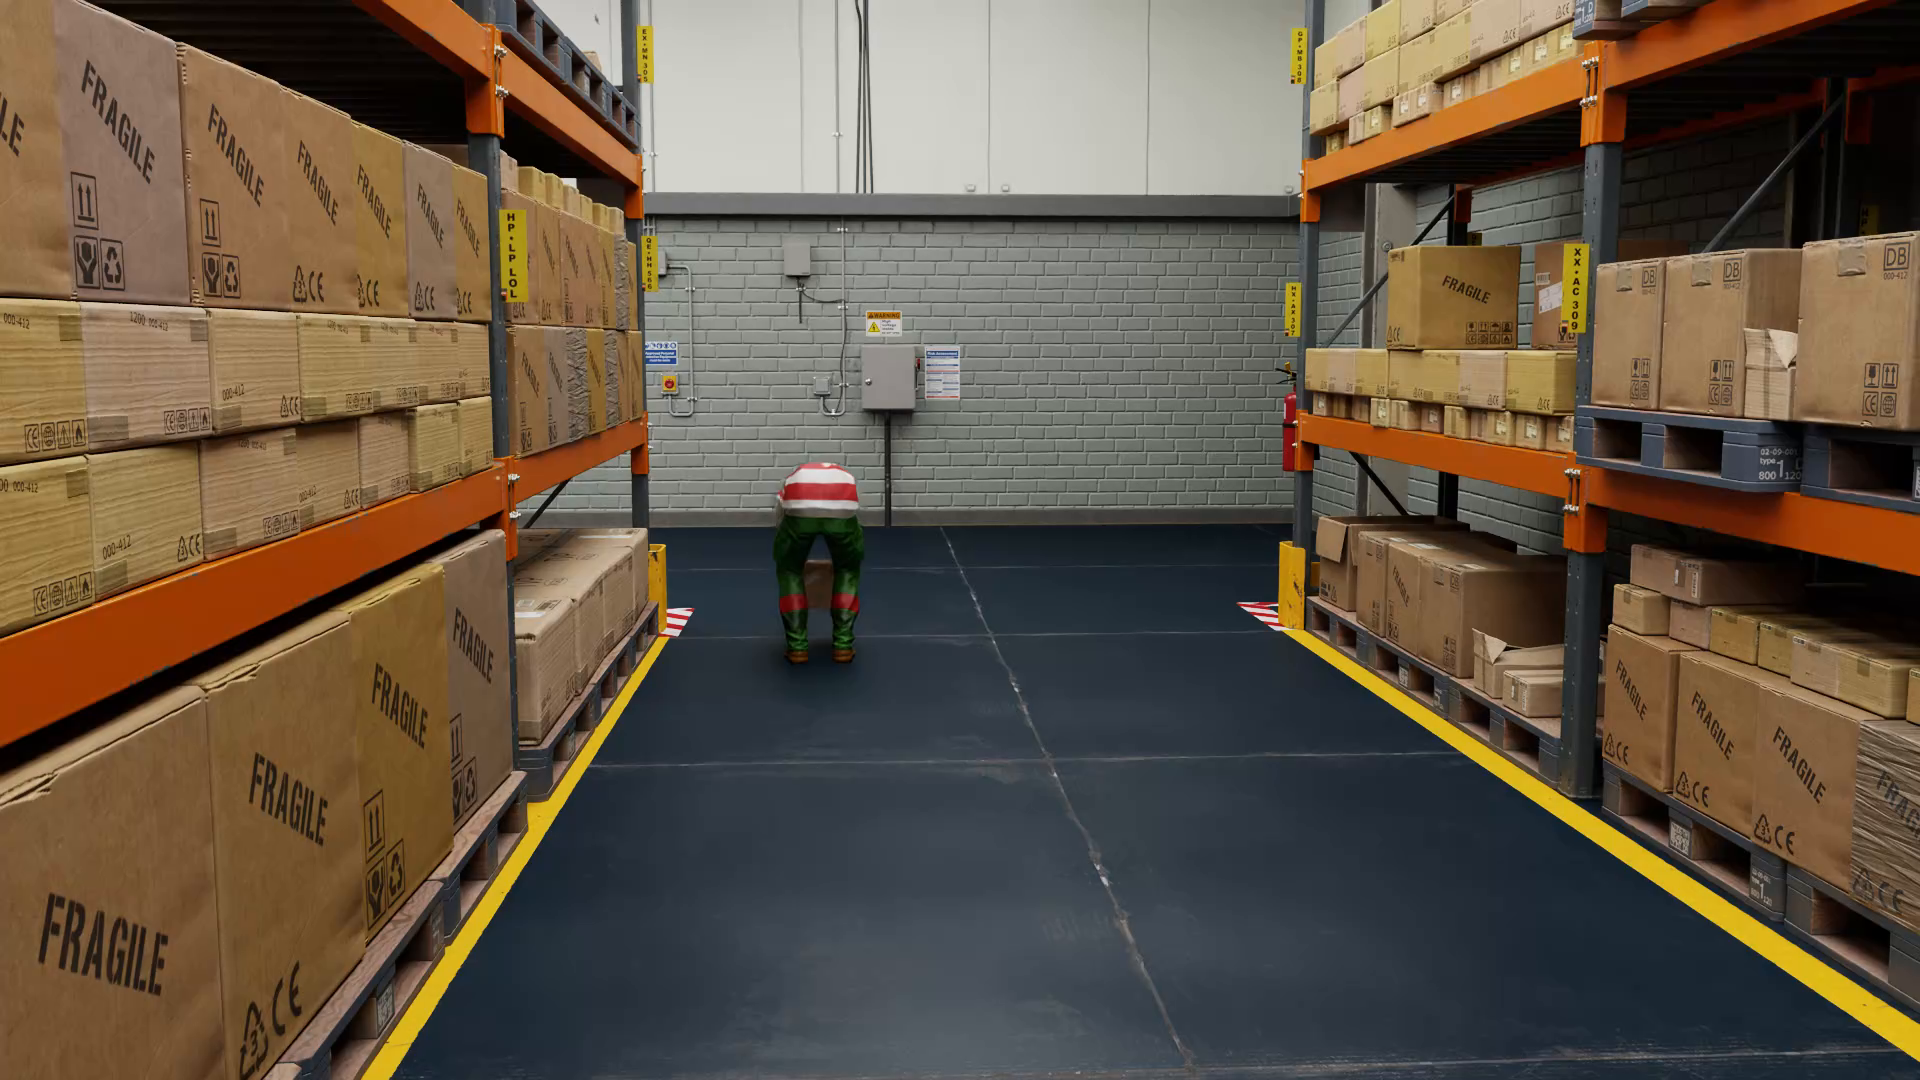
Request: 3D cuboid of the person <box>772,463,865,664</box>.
[{"bbox_3d":[-0.801,0.093,9.324,0.511,1.083,0.965,-1,7,-8],"label":"person"}]
